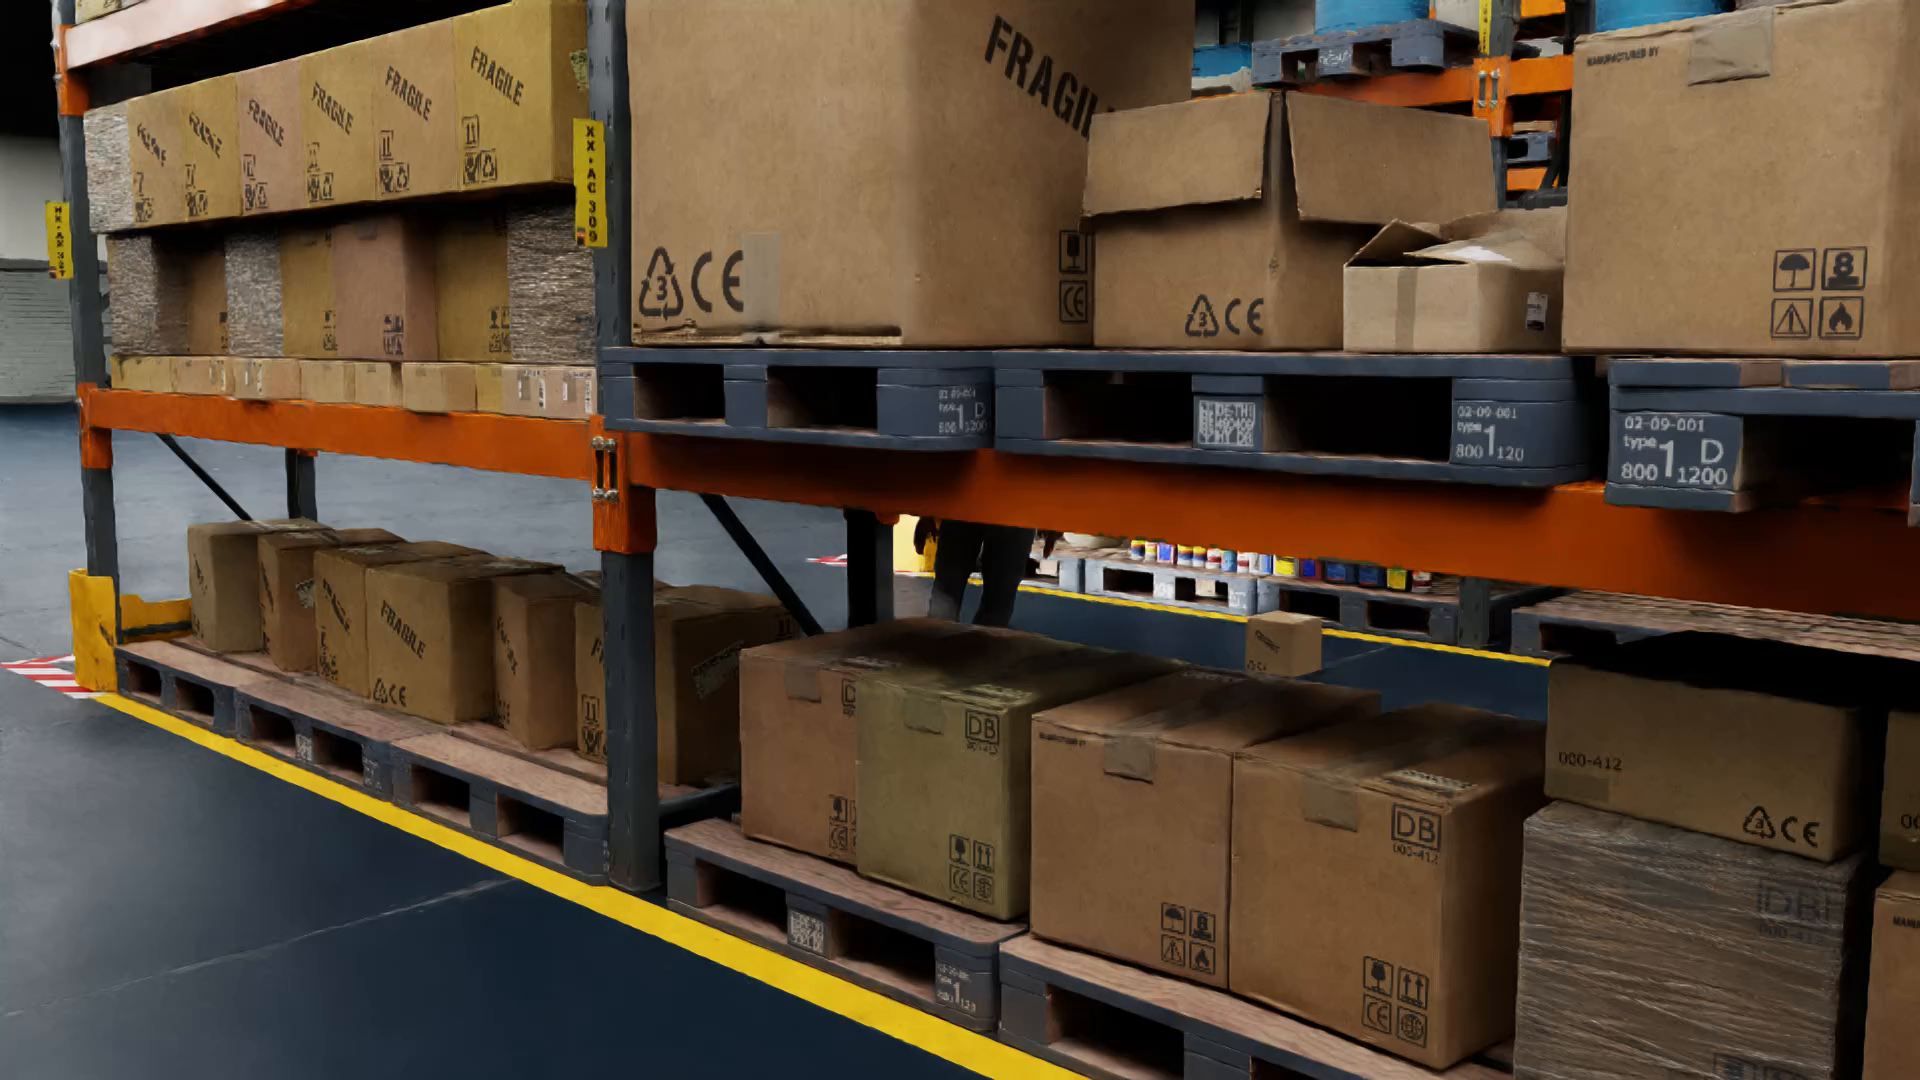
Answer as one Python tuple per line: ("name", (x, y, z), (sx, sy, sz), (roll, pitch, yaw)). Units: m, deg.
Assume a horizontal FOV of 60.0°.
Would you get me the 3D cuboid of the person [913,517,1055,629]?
("person", (0.097, -0.075, 6.465), (0.578, 1.643, 0.627), (2, 7, 17))
